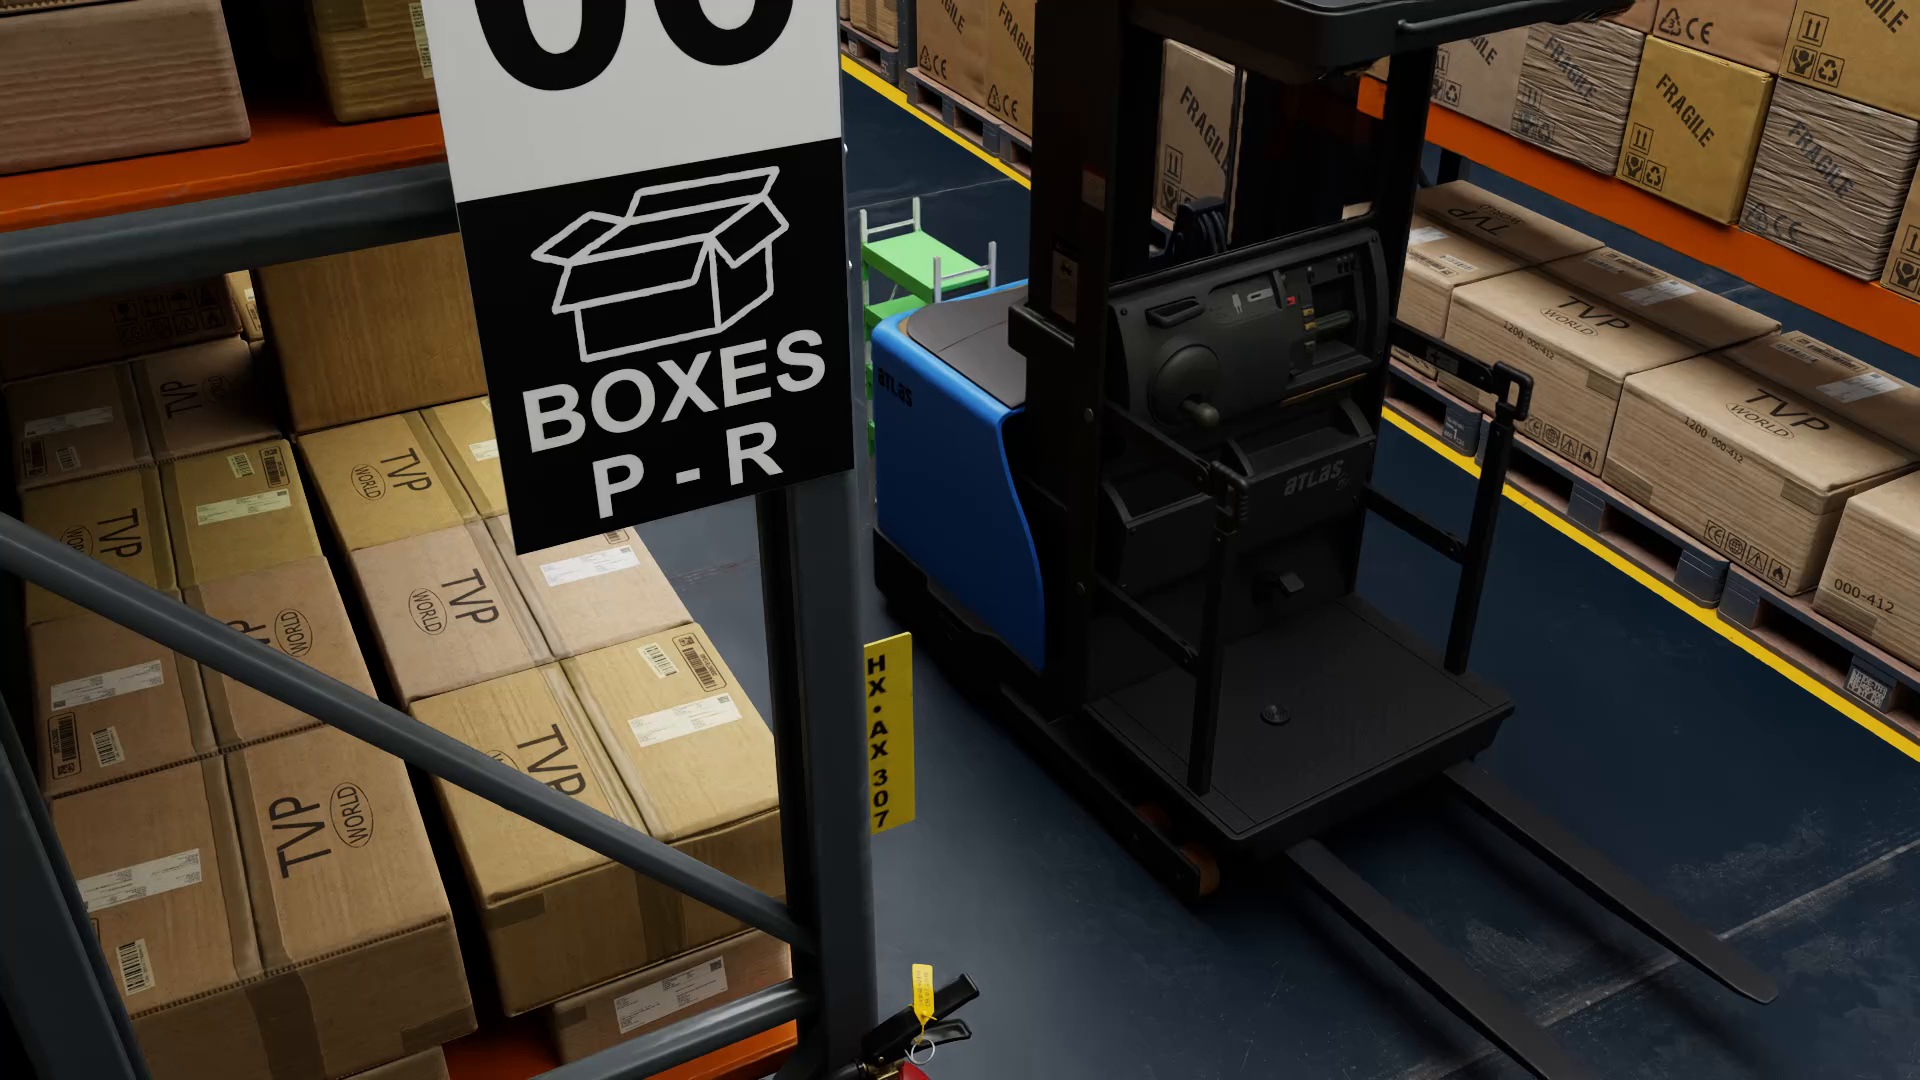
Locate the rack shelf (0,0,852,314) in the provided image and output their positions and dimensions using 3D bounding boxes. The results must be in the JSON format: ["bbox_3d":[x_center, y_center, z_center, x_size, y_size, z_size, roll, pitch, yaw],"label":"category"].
[{"bbox_3d":[-1.521,-1.144,3.141,1.077,0.370,4.000,-16,36,-23],"label":"rack shelf"}]

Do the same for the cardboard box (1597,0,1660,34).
[{"bbox_3d":[2.403,-2.073,5.686,0.500,0.500,0.500,-15,36,-22],"label":"cardboard box"}]

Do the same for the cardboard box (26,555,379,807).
[{"bbox_3d":[-1.277,0.310,2.849,0.500,0.250,0.500,-16,36,-23],"label":"cardboard box"}]

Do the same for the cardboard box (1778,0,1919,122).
[{"bbox_3d":[2.868,-1.591,4.934,0.500,0.500,0.500,-16,36,-23],"label":"cardboard box"}]

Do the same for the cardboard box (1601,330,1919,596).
[{"bbox_3d":[2.971,-0.302,5.926,0.875,0.438,0.875,-15,36,-22],"label":"cardboard box"}]

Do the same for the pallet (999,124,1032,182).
[{"bbox_3d":[0.937,-2.146,9.404,1.003,0.211,1.213,-16,36,-23],"label":"pallet"}]

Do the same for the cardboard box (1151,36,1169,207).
[{"bbox_3d":[1.148,-2.375,8.757,0.875,0.875,0.875,-15,36,-22],"label":"cardboard box"}]

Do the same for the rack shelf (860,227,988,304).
[{"bbox_3d":[-0.116,-0.921,5.804,0.258,0.148,0.480,-19,37,-27],"label":"rack shelf"}]

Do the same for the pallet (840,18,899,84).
[{"bbox_3d":[-0.292,-3.496,11.511,1.003,0.211,1.213,-16,36,-23],"label":"pallet"}]

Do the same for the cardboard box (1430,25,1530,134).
[{"bbox_3d":[2.154,-1.899,6.341,0.500,0.500,0.500,-16,36,-23],"label":"cardboard box"}]

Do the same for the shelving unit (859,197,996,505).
[{"bbox_3d":[-0.116,-0.570,6.028,0.258,1.200,0.503,-19,37,-27],"label":"shelving unit"}]

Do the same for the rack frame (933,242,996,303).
[{"bbox_3d":[0.016,-0.460,5.856,0.240,1.200,0.015,-19,37,-27],"label":"rack frame"}]

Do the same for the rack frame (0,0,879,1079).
[{"bbox_3d":[-0.586,0.770,2.267,0.949,2.616,0.053,-16,36,-23],"label":"rack frame"}]

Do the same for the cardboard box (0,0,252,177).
[{"bbox_3d":[-0.942,-0.481,1.672,0.380,0.149,0.250,-15,36,-22],"label":"cardboard box"}]

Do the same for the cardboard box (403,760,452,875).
[{"bbox_3d":[-0.812,0.424,3.040,0.380,0.149,0.250,-16,36,-24],"label":"cardboard box"}]

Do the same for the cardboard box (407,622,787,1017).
[{"bbox_3d":[-0.562,0.425,2.670,0.500,0.250,0.500,-16,36,-23],"label":"cardboard box"}]

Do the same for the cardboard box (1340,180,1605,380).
[{"bbox_3d":[2.134,-1.160,7.265,0.875,0.438,0.875,-16,36,-24],"label":"cardboard box"}]

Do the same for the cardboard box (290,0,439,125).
[{"bbox_3d":[-0.531,-0.597,1.853,0.380,0.149,0.250,-15,36,-22],"label":"cardboard box"}]

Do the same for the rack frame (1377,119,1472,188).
[{"bbox_3d":[1.936,-2.388,7.197,1.000,3.000,0.127,-16,36,-23],"label":"rack frame"}]

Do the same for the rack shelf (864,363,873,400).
[{"bbox_3d":[-0.116,-0.517,6.063,0.258,0.148,0.480,-19,37,-27],"label":"rack shelf"}]

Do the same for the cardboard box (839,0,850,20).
[{"bbox_3d":[-0.535,-3.990,11.743,0.950,0.372,0.625,-17,36,-24],"label":"cardboard box"}]

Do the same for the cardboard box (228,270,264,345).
[{"bbox_3d":[-1.533,-0.542,4.178,0.500,0.250,0.500,-16,36,-23],"label":"cardboard box"}]

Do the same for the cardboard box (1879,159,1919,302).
[{"bbox_3d":[3.121,-0.928,4.826,0.500,0.500,0.500,-17,36,-24],"label":"cardboard box"}]

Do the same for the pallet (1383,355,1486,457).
[{"bbox_3d":[2.221,-0.831,7.352,1.003,0.211,1.213,-16,36,-23],"label":"pallet"}]

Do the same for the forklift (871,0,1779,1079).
[{"bbox_3d":[0.918,-0.517,4.339,1.130,2.935,3.031,-19,37,-27],"label":"forklift"}]

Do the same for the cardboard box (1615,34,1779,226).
[{"bbox_3d":[2.620,-1.414,5.584,0.500,0.500,0.500,-15,35,-22],"label":"cardboard box"}]

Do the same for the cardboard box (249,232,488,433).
[{"bbox_3d":[-1.261,-0.607,3.585,0.500,0.500,0.500,-15,36,-22],"label":"cardboard box"}]

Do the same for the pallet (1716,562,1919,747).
[{"bbox_3d":[3.359,0.333,5.535,1.003,0.211,1.213,-16,36,-23],"label":"pallet"}]

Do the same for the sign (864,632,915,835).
[{"bbox_3d":[-0.109,0.270,2.246,0.100,0.325,0.005,-16,36,-23],"label":"sign"}]

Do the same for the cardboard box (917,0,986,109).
[{"bbox_3d":[0.319,-3.229,10.089,0.875,0.875,0.875,-16,36,-24],"label":"cardboard box"}]

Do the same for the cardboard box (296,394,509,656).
[{"bbox_3d":[-1.036,-0.057,3.422,0.500,0.250,0.500,-17,36,-24],"label":"cardboard box"}]

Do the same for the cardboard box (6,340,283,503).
[{"bbox_3d":[-1.747,-0.177,3.609,0.500,0.250,0.500,-16,36,-23],"label":"cardboard box"}]
